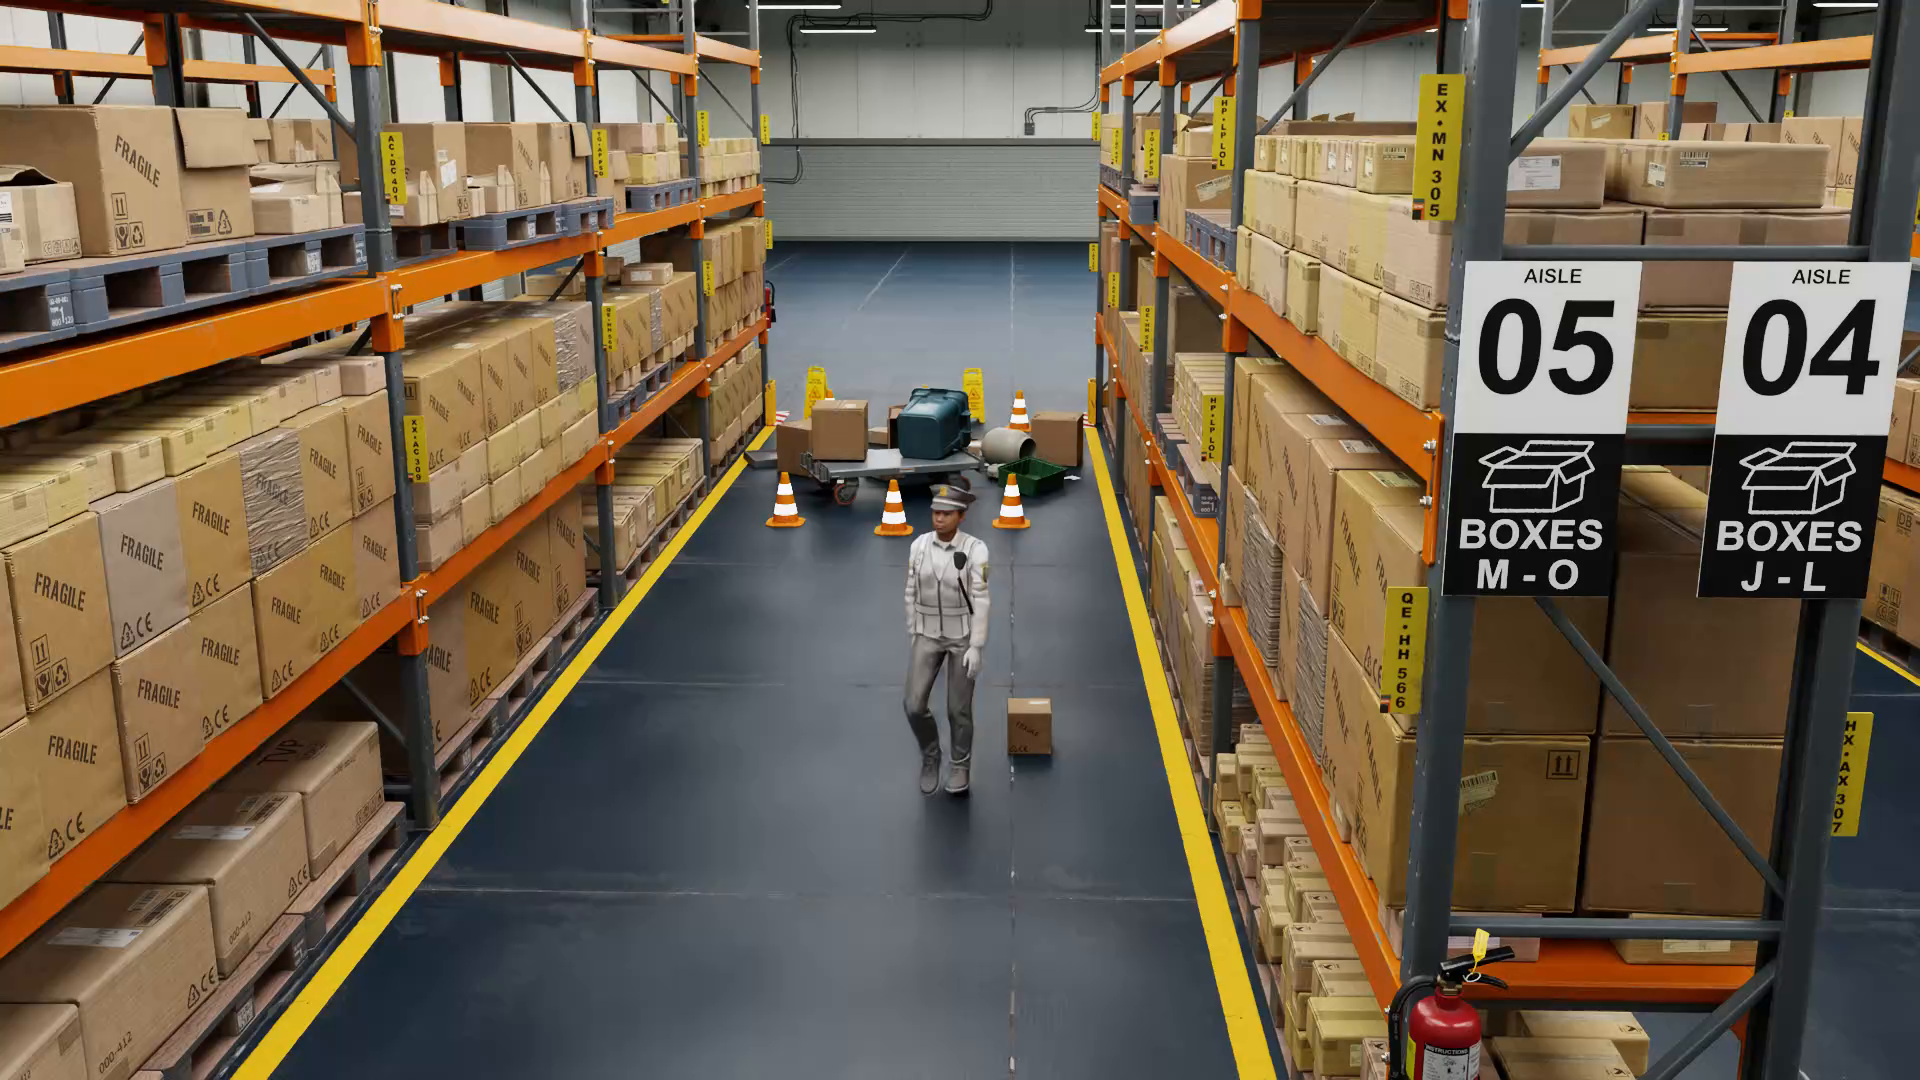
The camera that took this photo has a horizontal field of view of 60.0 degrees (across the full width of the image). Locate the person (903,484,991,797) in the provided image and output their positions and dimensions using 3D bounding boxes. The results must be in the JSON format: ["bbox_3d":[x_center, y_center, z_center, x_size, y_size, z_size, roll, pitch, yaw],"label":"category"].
[{"bbox_3d":[-0.081,0.544,8.732,0.493,1.715,0.422,4,14,14],"label":"person"}]
